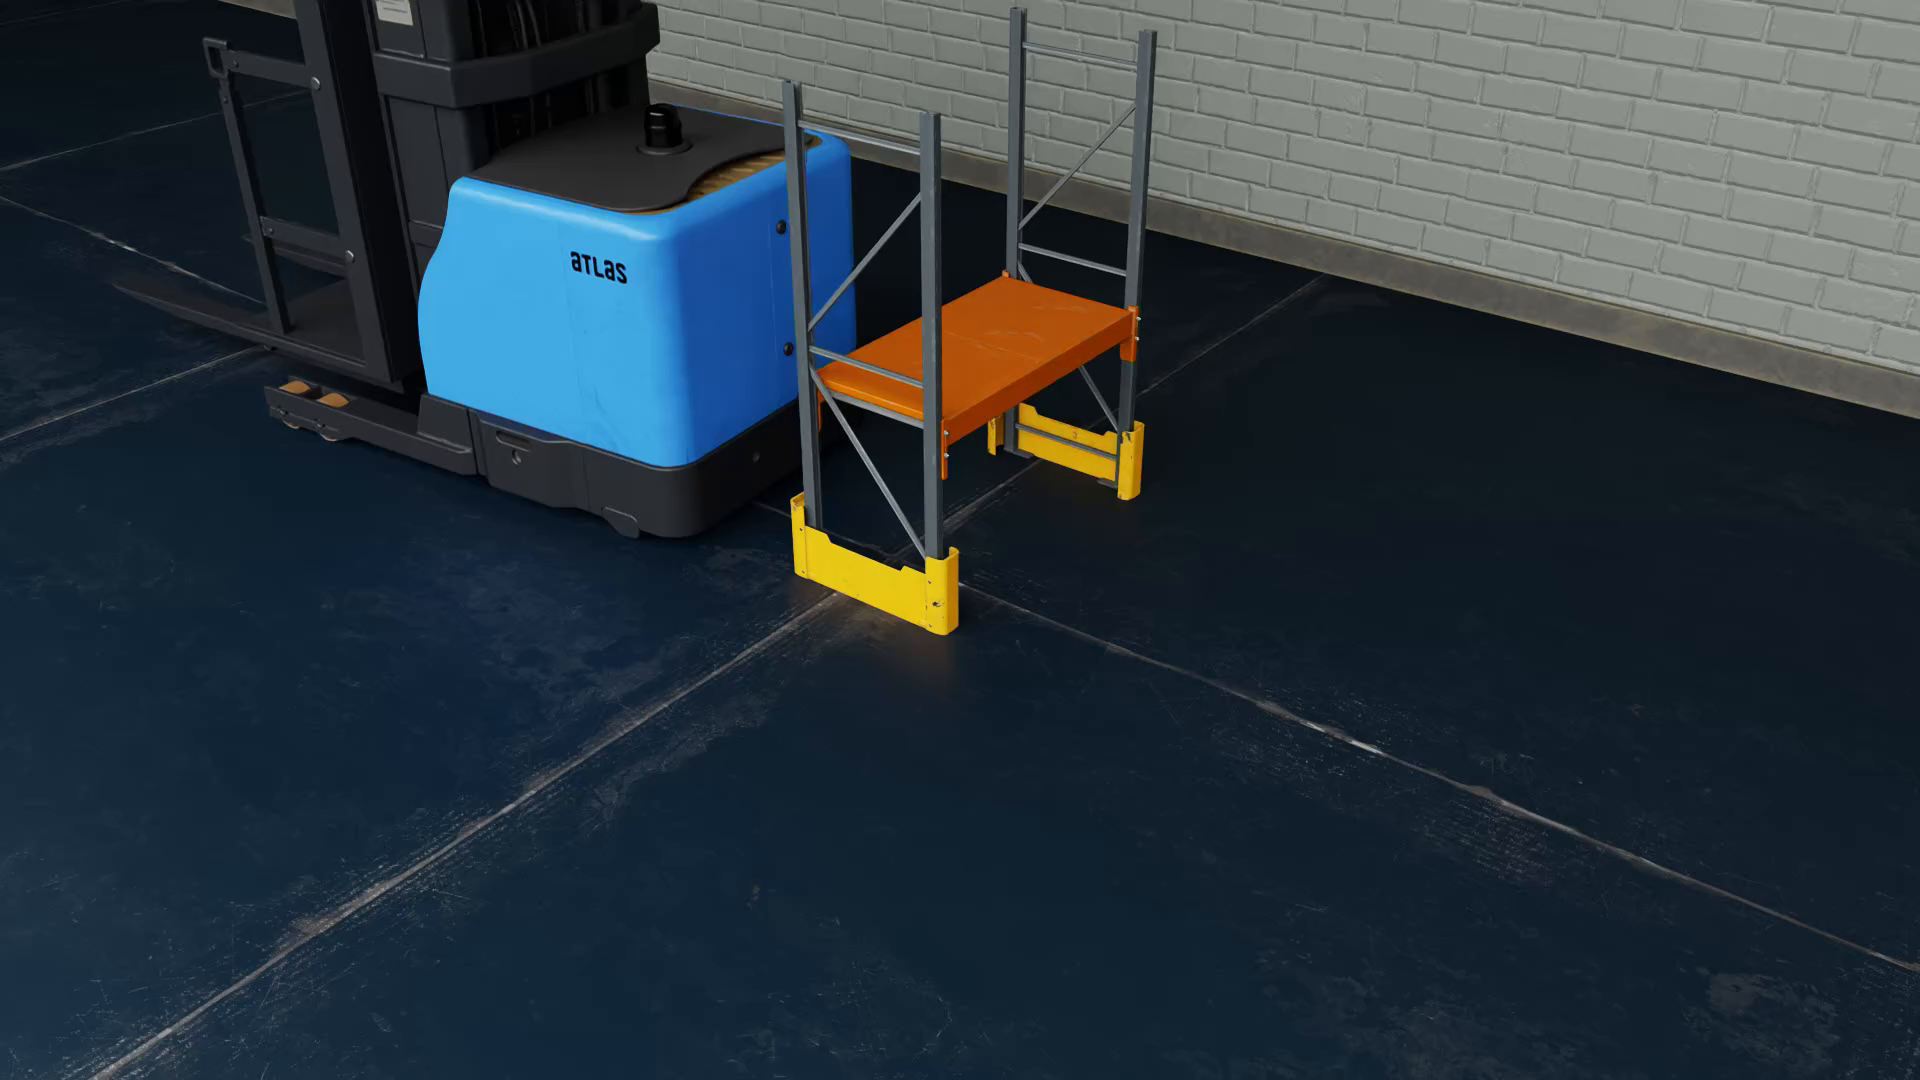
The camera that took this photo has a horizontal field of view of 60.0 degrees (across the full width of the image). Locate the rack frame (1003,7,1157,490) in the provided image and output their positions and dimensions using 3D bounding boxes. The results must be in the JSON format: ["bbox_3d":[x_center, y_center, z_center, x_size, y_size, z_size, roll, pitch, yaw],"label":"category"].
[{"bbox_3d":[0.358,-0.887,5.275,0.500,1.500,0.032,21,37,31],"label":"rack frame"}]

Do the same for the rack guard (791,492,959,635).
[{"bbox_3d":[-0.255,0.064,4.897,0.587,0.250,0.087,21,37,31],"label":"rack guard"}]

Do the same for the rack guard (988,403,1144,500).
[{"bbox_3d":[0.347,-0.341,5.580,0.587,0.250,0.087,21,37,31],"label":"rack guard"}]

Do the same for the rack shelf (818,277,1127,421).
[{"bbox_3d":[0.052,-0.583,4.984,0.459,0.026,0.952,21,37,31],"label":"rack shelf"}]

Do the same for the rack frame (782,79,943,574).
[{"bbox_3d":[-0.255,-0.473,4.577,0.500,1.500,0.032,21,37,31],"label":"rack frame"}]

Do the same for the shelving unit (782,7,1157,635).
[{"bbox_3d":[0.046,-0.676,4.920,0.587,1.500,1.083,21,37,31],"label":"shelving unit"}]
